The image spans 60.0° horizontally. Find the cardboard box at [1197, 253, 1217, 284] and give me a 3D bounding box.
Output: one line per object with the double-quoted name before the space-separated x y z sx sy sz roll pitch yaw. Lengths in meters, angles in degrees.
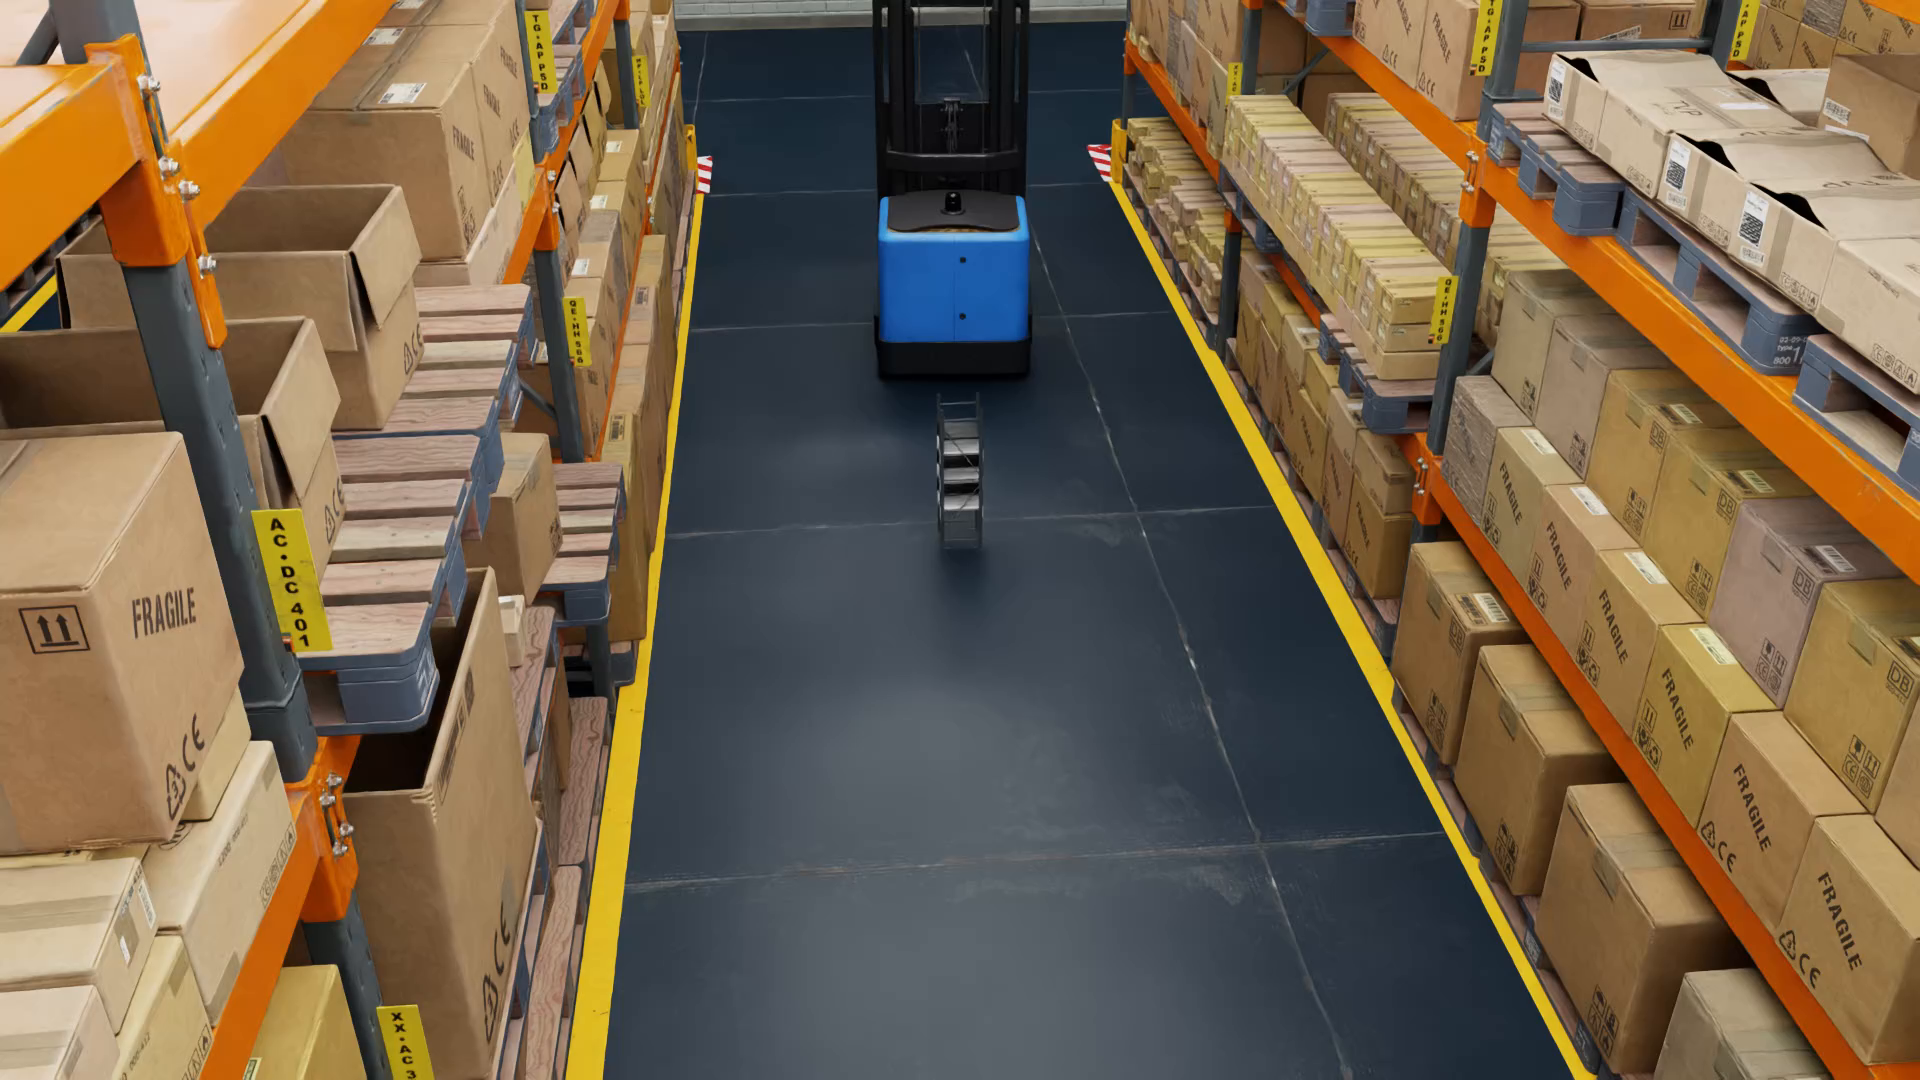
"cardboard box" 1.968 -2.015 12.279 0.380 0.149 0.250 -4 31 -7

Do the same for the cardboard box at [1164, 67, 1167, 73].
"cardboard box" 1.880 -3.868 13.545 0.380 0.149 0.250 -3 31 -5

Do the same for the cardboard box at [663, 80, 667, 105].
"cardboard box" -2.466 -3.449 12.845 0.380 0.149 0.250 -2 31 -4

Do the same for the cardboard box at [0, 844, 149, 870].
"cardboard box" -1.597 0.521 2.785 0.380 0.149 0.250 -2 31 -4

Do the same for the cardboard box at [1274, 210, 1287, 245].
"cardboard box" 2.058 -1.830 9.725 0.380 0.149 0.250 -3 31 -5

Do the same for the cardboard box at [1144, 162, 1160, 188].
"cardboard box" 1.767 -3.095 14.087 0.380 0.149 0.250 -2 31 -3

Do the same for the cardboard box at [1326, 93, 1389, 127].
"cardboard box" 2.583 -2.780 10.735 0.380 0.149 0.250 -1 31 -2

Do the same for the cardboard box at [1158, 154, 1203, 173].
"cardboard box" 1.852 -3.083 13.778 0.380 0.149 0.250 -2 31 -3

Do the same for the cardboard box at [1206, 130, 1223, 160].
"cardboard box" 1.959 -2.801 11.759 0.380 0.149 0.250 -4 31 -6

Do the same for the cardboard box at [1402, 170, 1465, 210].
"cardboard box" 2.731 -1.977 9.390 0.380 0.149 0.250 -3 31 -5

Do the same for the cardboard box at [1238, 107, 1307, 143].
"cardboard box" 1.963 -2.610 10.451 0.380 0.149 0.250 -2 31 -3

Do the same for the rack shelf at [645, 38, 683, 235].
"rack shelf" -2.783 -3.174 12.840 1.077 0.370 4.000 -3 31 -5

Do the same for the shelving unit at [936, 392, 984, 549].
"shelving unit" -0.001 -0.390 9.527 0.258 0.900 0.210 -3 31 -5

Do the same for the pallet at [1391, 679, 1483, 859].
"pallet" 2.724 0.998 7.874 1.003 0.211 1.213 -3 31 -5

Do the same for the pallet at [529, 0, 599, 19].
"pallet" -2.461 -3.201 9.447 0.805 0.209 1.217 -4 31 -7

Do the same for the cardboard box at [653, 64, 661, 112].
"cardboard box" -2.475 -3.296 12.199 0.500 0.250 0.500 -2 31 -3

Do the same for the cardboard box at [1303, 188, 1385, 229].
"cardboard box" 2.104 -1.822 9.131 0.380 0.149 0.250 -1 31 -2

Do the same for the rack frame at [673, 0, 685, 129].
"rack frame" -2.970 -4.504 14.366 1.000 3.000 0.127 -3 31 -5

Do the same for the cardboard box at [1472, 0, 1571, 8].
"cardboard box" 2.429 -2.459 7.173 0.396 0.266 0.258 -3 31 -5

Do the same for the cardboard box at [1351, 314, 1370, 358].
"cardboard box" 2.200 -1.035 8.393 0.380 0.149 0.250 -3 31 -5

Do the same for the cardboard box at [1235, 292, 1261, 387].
"cardboard box" 2.157 -1.365 11.138 0.500 0.500 0.500 -2 31 -3

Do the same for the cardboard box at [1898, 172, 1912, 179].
"cardboard box" 3.135 -0.982 5.168 0.396 0.266 0.258 -3 31 -5

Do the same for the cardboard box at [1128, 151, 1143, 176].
"cardboard box" 1.708 -3.363 14.827 0.380 0.149 0.250 -2 31 -4

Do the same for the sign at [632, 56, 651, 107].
"sign" -2.057 -2.956 10.722 0.100 0.325 0.005 -3 31 -5

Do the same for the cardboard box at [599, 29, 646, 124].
"cardboard box" -2.386 -3.104 11.146 0.500 0.500 0.500 -3 31 -5

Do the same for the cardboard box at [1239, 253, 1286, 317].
"cardboard box" 2.158 -1.687 10.946 0.500 0.250 0.500 -4 31 -7

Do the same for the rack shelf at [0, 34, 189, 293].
"rack shelf" -1.662 0.379 1.046 1.077 0.370 4.000 -3 31 -5

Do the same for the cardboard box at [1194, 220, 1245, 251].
"cardboard box" 1.965 -2.284 12.439 0.380 0.149 0.250 -3 31 -5

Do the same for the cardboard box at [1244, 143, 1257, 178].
"cardboard box" 1.981 -2.361 10.323 0.380 0.149 0.250 -2 31 -3

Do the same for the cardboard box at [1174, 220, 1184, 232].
"cardboard box" 1.921 -2.453 13.302 0.380 0.149 0.250 -2 31 -4

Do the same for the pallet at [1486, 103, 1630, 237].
"pallet" 2.838 -1.486 6.572 1.213 0.211 1.003 -1 31 -2

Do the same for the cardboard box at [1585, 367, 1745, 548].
"cardboard box" 2.856 -0.328 6.302 0.700 0.500 0.500 -3 31 -5

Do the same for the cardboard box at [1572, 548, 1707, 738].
"cardboard box" 2.640 0.365 6.116 0.500 0.500 0.500 -3 31 -5

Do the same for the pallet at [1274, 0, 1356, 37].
"pallet" 2.403 -3.005 9.114 1.213 0.211 1.003 -3 31 -5

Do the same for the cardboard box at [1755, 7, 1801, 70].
"cardboard box" 6.824 -3.990 13.408 0.500 0.500 0.500 -2 31 -3

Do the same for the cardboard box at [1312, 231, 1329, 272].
"cardboard box" 2.128 -1.561 8.985 0.380 0.149 0.250 -3 31 -5

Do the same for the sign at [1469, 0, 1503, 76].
"sign" 2.185 -2.090 6.895 0.100 0.325 0.005 -3 31 -5

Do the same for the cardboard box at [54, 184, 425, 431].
"cardboard box" -1.883 -0.615 4.420 0.797 0.503 0.637 -2 31 -3

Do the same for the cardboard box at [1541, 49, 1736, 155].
"cardboard box" 2.574 -1.698 6.323 0.500 0.311 0.500 -3 31 -5

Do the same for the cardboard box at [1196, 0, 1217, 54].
"cardboard box" 1.985 -3.738 11.721 0.500 0.500 0.500 -4 31 -6

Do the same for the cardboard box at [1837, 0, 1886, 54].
"cardboard box" 6.912 -3.896 12.275 0.500 0.500 0.500 -3 31 -5

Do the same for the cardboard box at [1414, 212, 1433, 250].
"cardboard box" 2.758 -1.719 9.249 0.380 0.149 0.250 -3 31 -5

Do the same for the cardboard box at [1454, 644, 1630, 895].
"cardboard box" 2.778 0.942 7.033 1.050 0.750 0.750 -2 31 -4

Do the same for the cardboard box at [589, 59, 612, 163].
"cardboard box" -2.528 -2.609 10.118 0.797 0.503 0.637 -4 31 -6

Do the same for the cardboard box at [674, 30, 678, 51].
"cardboard box" -2.609 -4.230 14.152 0.380 0.149 0.250 -2 31 -4

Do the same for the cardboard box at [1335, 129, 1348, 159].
"cardboard box" 2.611 -2.520 10.589 0.380 0.149 0.250 -3 31 -4

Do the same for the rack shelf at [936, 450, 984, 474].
"rack shelf" -0.001 -0.439 9.498 0.258 0.077 0.200 -3 31 -5

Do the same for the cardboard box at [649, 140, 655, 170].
"cardboard box" -2.317 -2.655 11.515 0.380 0.149 0.250 -4 31 -6

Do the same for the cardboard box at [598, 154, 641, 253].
"cardboard box" -2.241 -2.026 10.120 0.500 0.500 0.500 -2 31 -3

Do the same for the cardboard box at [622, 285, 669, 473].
"cardboard box" -2.432 -0.948 10.075 1.225 0.875 0.875 -4 31 -6

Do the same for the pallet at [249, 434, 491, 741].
"pallet" -1.800 0.095 3.924 1.213 0.211 1.003 -3 31 -5

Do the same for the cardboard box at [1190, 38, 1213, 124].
"cardboard box" 1.978 -3.317 11.991 0.500 0.500 0.500 -4 31 -6

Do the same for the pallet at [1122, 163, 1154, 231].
"pallet" 2.026 -3.037 14.630 1.003 0.211 1.213 -3 31 -5

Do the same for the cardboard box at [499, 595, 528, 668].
"cardboard box" -1.798 0.296 6.051 0.396 0.266 0.258 -4 31 -6

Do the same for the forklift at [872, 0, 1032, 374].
"forklift" -0.067 -3.125 12.124 1.130 2.935 3.031 -1 31 -1

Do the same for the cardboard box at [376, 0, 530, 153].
"cardboard box" -1.929 -1.733 6.217 0.500 0.500 0.500 -2 31 -3

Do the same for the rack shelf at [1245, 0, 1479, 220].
"rack shelf" 2.538 -2.605 8.964 1.077 0.370 4.000 -3 31 -5
